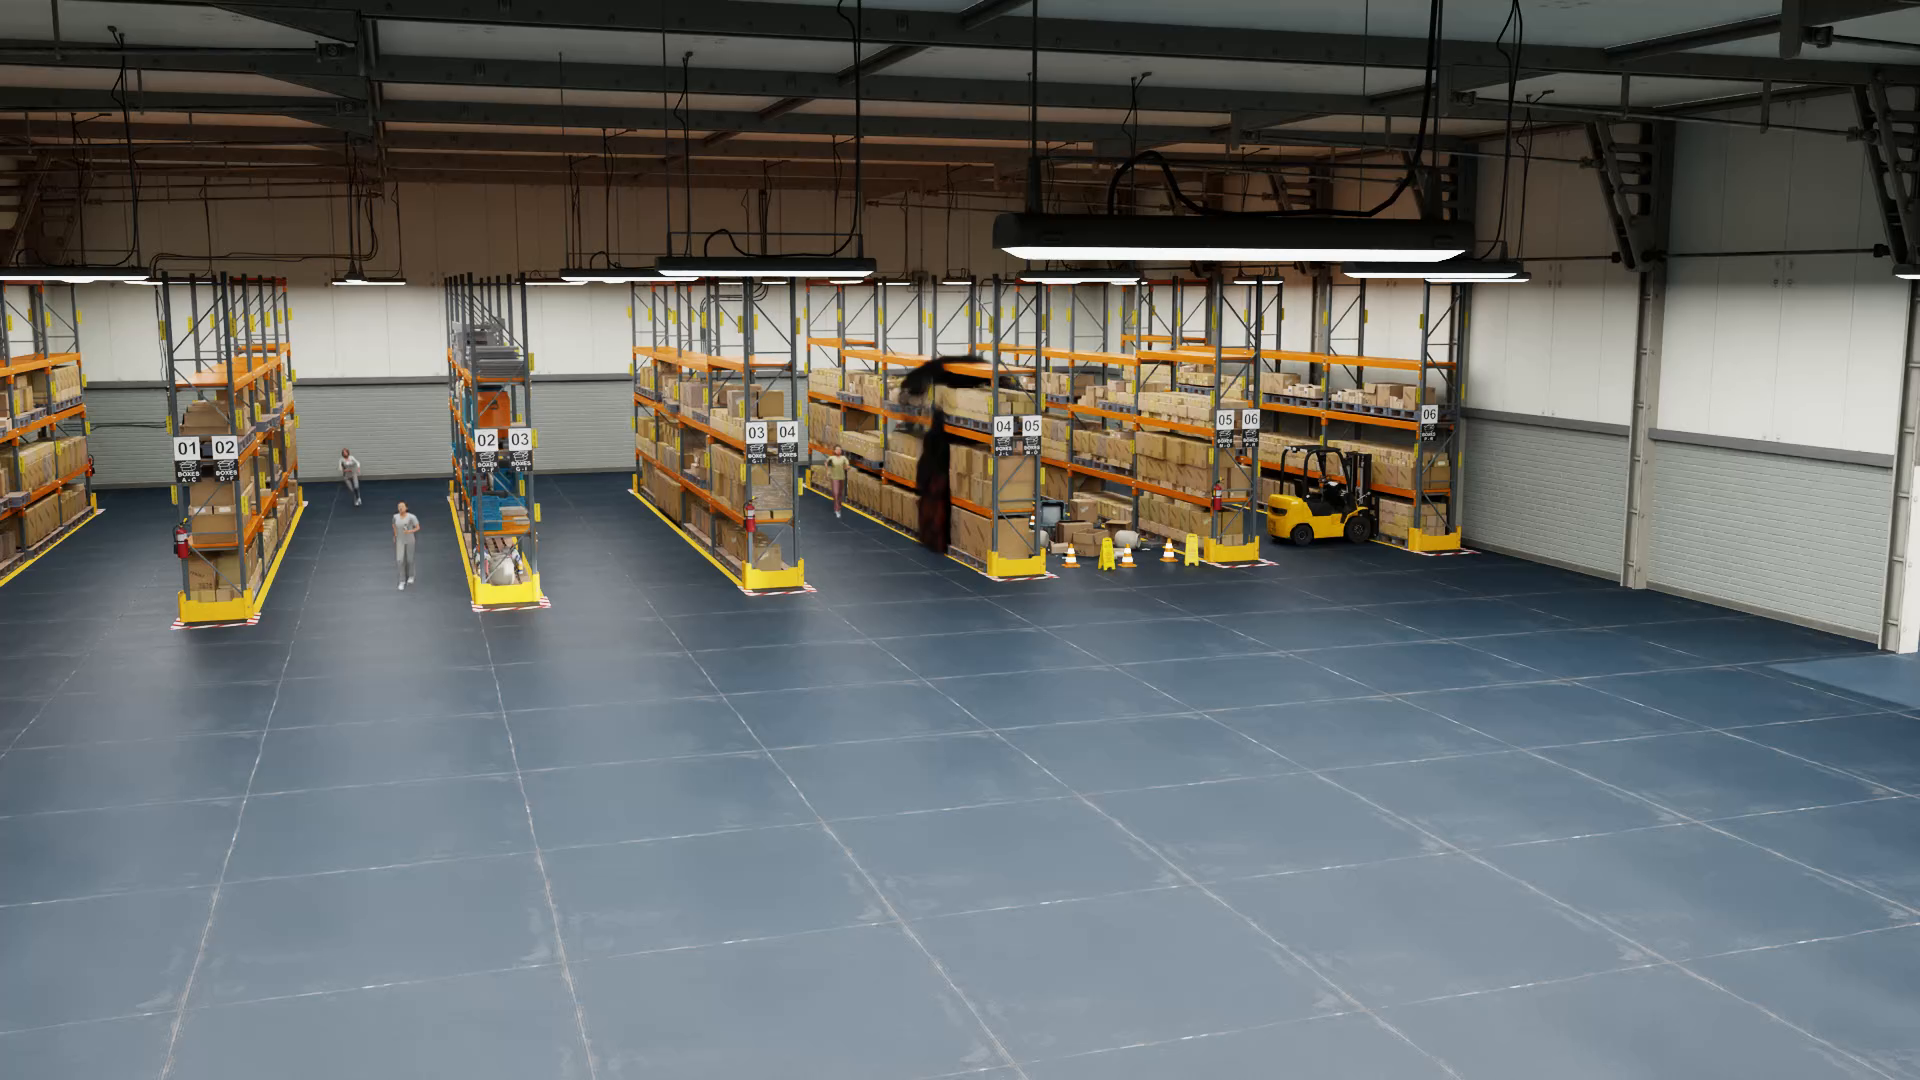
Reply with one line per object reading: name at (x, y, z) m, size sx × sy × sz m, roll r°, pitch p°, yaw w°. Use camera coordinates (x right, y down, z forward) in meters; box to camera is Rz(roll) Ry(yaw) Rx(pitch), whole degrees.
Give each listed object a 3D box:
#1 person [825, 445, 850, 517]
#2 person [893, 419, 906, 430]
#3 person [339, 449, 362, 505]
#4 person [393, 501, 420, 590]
person at (-2.918, -1.437, 39.916) m, size 0.564 × 1.693 × 0.846 m, roll -2°, pitch 9°, yaw -16°
person at (-1.869, -2.759, 50.239) m, size 0.929 × 1.804 × 0.676 m, roll -4°, pitch 9°, yaw -25°
person at (-16.087, -1.655, 43.840) m, size 0.535 × 1.519 × 0.556 m, roll -3°, pitch 9°, yaw -19°
person at (-10.655, 0.075, 32.043) m, size 0.551 × 1.706 × 0.766 m, roll -1°, pitch 9°, yaw -6°
